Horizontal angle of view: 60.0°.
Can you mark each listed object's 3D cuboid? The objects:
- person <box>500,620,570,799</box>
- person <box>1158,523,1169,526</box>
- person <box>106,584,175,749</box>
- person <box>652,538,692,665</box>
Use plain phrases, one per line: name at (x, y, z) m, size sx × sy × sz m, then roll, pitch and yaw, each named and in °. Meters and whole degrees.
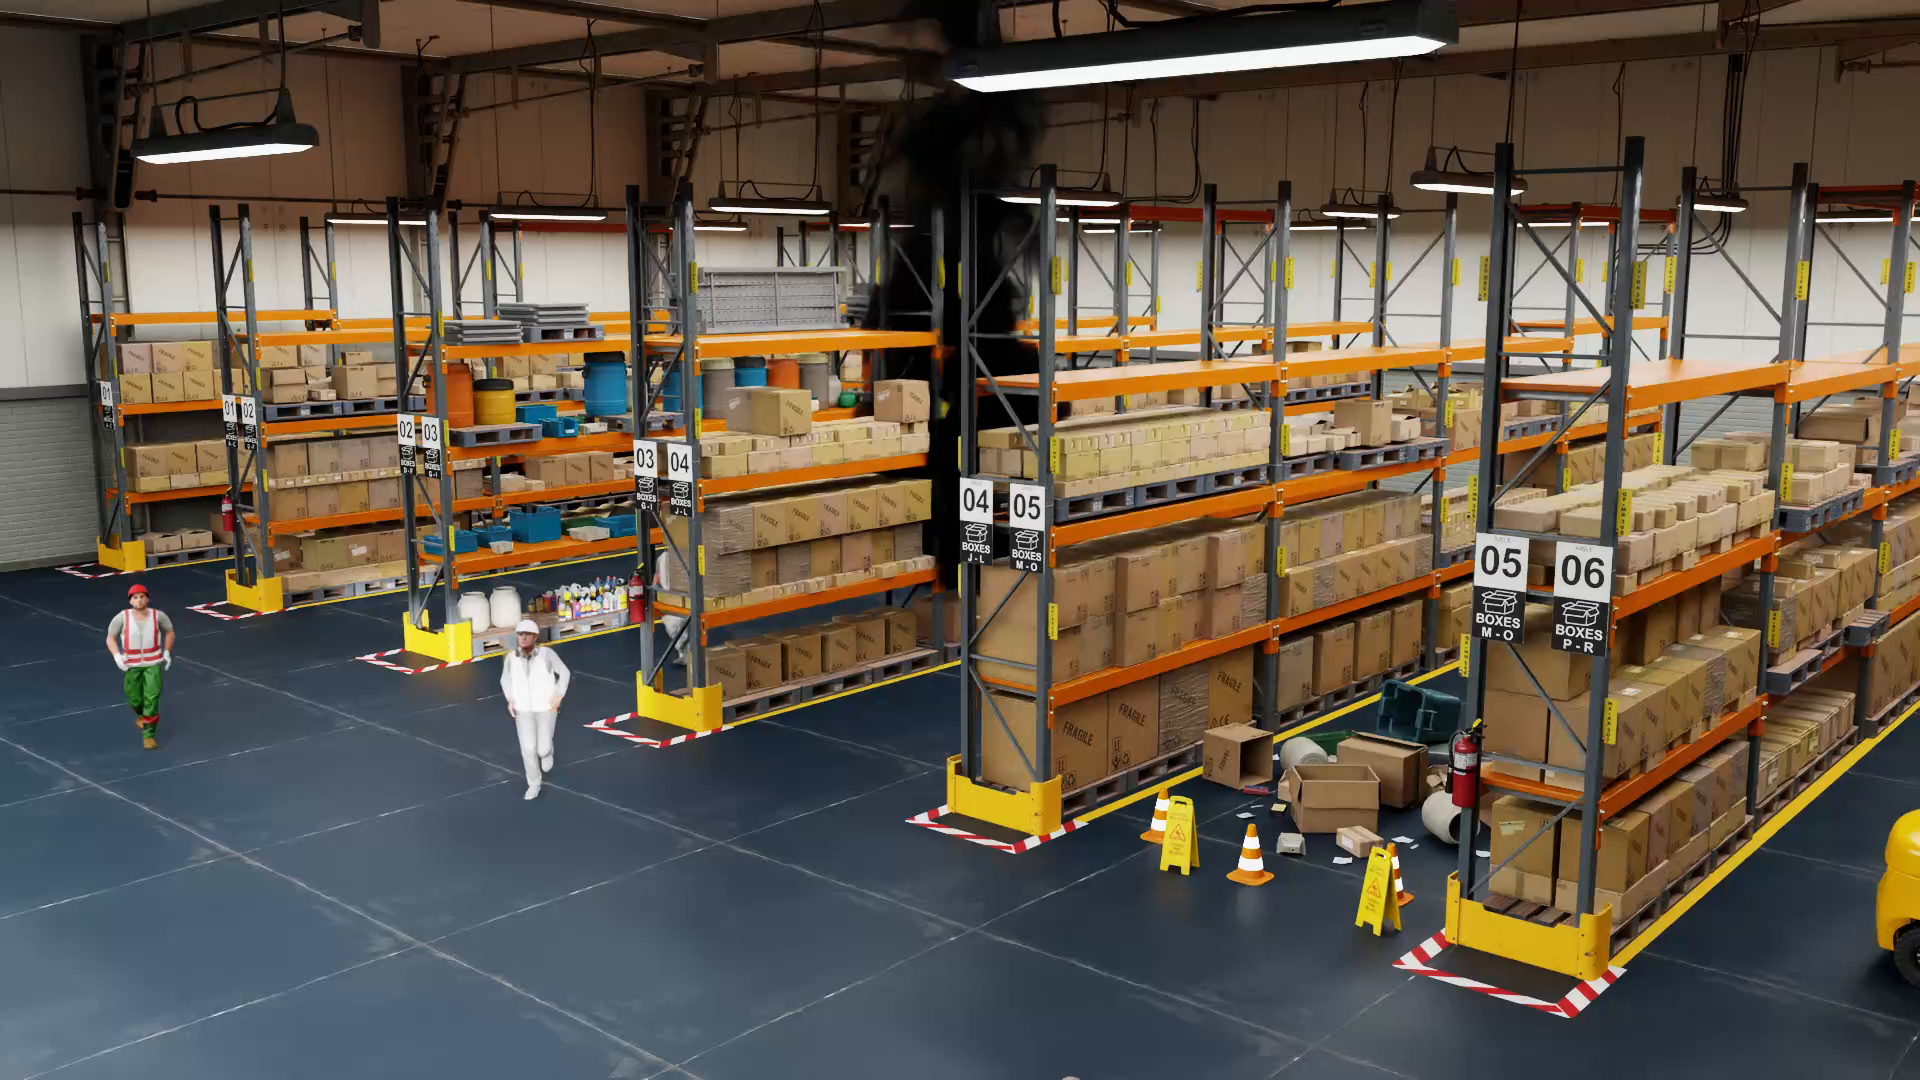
person at (-4.164, 1.622, 16.350) m, size 0.668 × 1.756 × 0.651 m, roll -1°, pitch 9°, yaw -3°
person at (2.798, 0.551, 22.901) m, size 0.580 × 1.653 × 0.854 m, roll 7°, pitch 12°, yaw 36°
person at (-8.841, 1.339, 17.995) m, size 0.664 × 1.757 × 0.707 m, roll -5°, pitch 11°, yaw -26°
person at (-3.701, 0.762, 21.333) m, size 0.665 × 1.744 × 0.593 m, roll 6°, pitch 11°, yaw 31°
